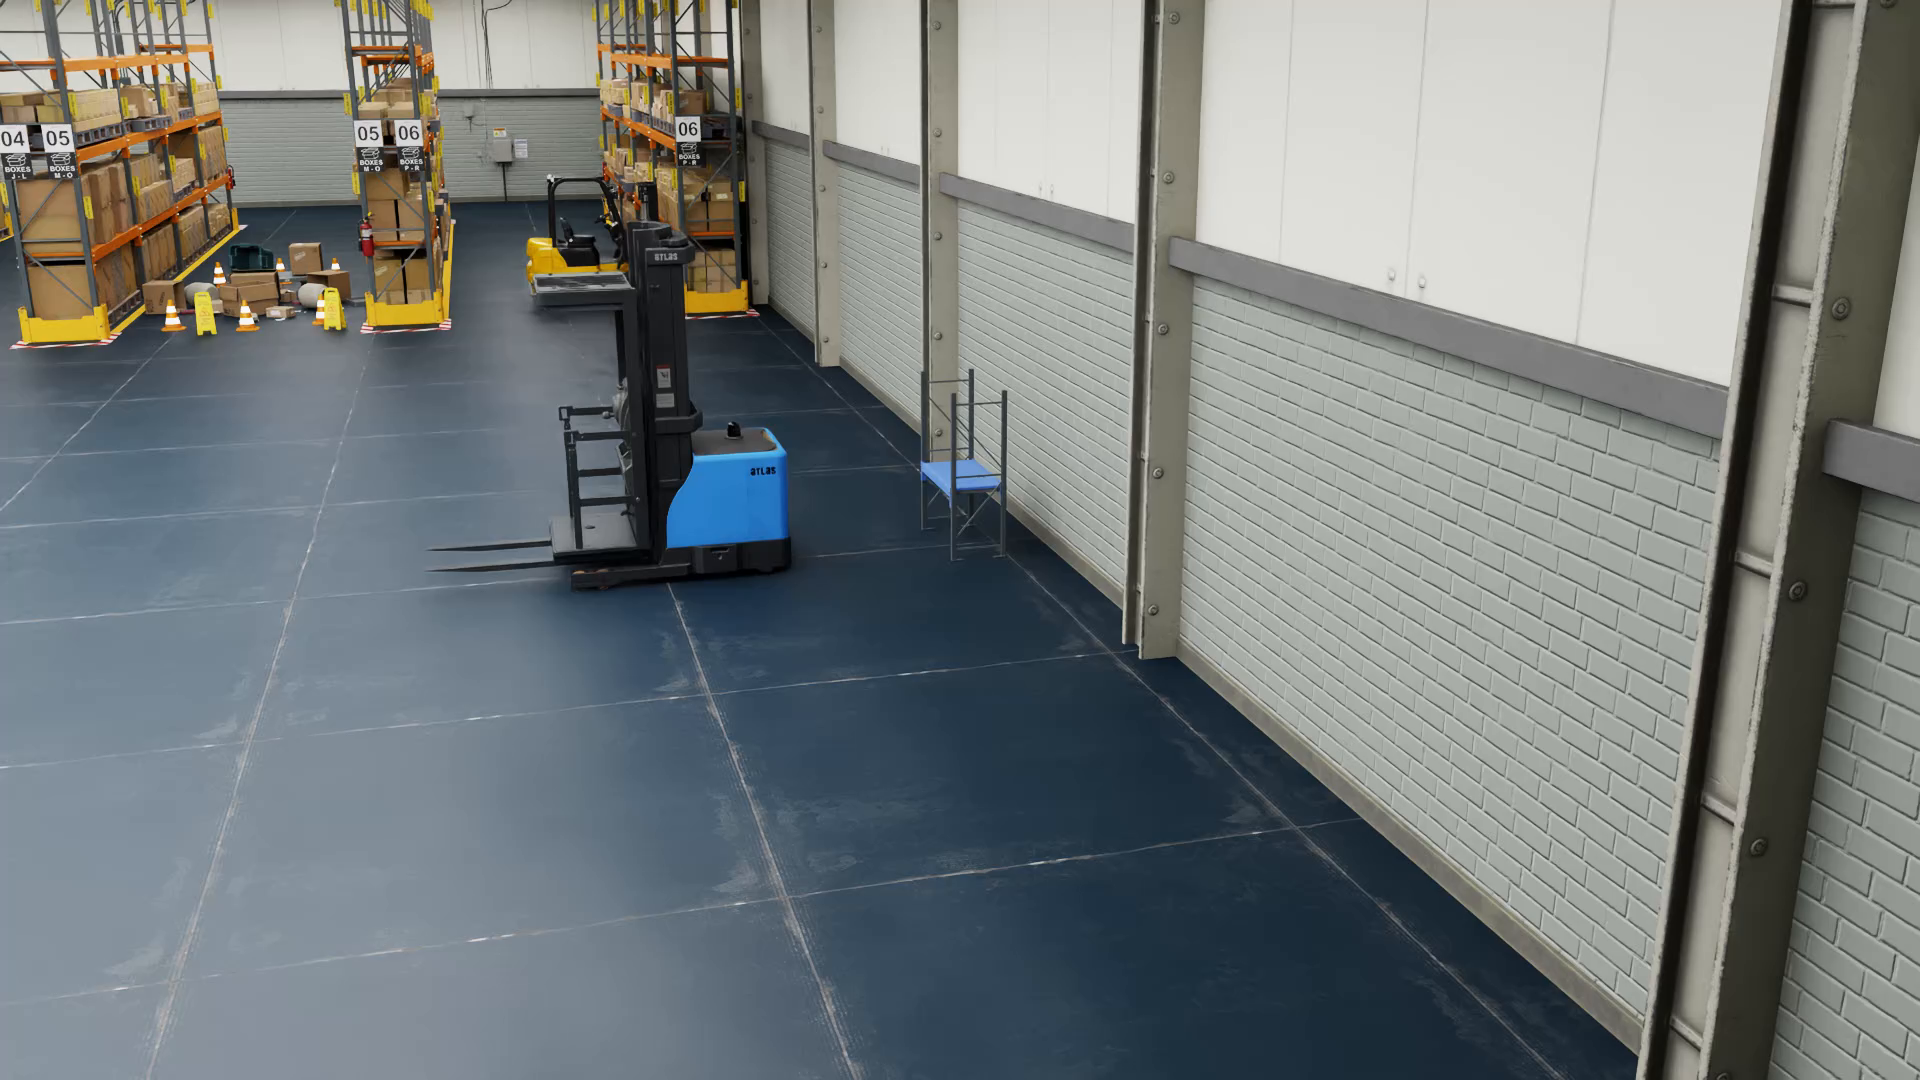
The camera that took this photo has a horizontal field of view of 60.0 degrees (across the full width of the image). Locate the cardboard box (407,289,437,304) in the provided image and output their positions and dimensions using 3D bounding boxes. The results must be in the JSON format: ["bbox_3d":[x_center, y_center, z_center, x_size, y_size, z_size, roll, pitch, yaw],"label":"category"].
[{"bbox_3d":[-8.914,-4.069,27.631,0.500,0.250,0.500,-5,17,-16],"label":"cardboard box"}]

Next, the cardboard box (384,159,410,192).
[{"bbox_3d":[-9.683,-6.155,28.099,0.700,0.500,0.500,-5,17,-16],"label":"cardboard box"}]

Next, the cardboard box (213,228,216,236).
[{"bbox_3d":[-16.852,-6.875,37.150,0.380,0.149,0.250,-4,17,-14],"label":"cardboard box"}]

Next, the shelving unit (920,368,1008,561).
[{"bbox_3d":[0.023,-0.695,14.956,0.538,1.500,1.048,-5,17,-15],"label":"shelving unit"}]

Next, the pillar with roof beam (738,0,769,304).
[{"bbox_3d":[-7.651,-8.130,26.673,9.100,9.000,0.400,-5,17,-15],"label":"pillar with roof beam"}]

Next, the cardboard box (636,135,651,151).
[{"bbox_3d":[-7.638,-9.515,40.153,0.500,0.500,0.500,-5,17,-17],"label":"cardboard box"}]

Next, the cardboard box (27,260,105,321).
[{"bbox_3d":[-13.940,-3.886,25.937,0.875,0.875,0.875,-5,17,-15],"label":"cardboard box"}]

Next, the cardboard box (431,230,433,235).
[{"bbox_3d":[-8.956,-5.152,27.624,0.380,0.149,0.250,-4,17,-14],"label":"cardboard box"}]

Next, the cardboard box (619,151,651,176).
[{"bbox_3d":[-7.209,-8.390,37.062,0.700,0.500,0.500,-5,17,-16],"label":"cardboard box"}]

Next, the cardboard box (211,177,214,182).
[{"bbox_3d":[-17.160,-8.184,37.718,0.380,0.149,0.250,-4,17,-13],"label":"cardboard box"}]

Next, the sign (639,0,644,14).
[{"bbox_3d":[-5.805,-9.752,30.311,0.100,0.325,0.005,-5,17,-15],"label":"sign"}]

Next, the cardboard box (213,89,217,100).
[{"bbox_3d":[-17.716,-10.443,38.979,0.500,0.250,0.500,-5,18,-17],"label":"cardboard box"}]

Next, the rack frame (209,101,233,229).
[{"bbox_3d":[-18.087,-8.946,39.818,1.000,3.000,0.127,-5,17,-15],"label":"rack frame"}]

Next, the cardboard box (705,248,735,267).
[{"bbox_3d":[-4.137,-4.844,28.474,0.500,0.250,0.500,-5,17,-16],"label":"cardboard box"}]

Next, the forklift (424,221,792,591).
[{"bbox_3d":[-3.027,-1.147,13.975,3.031,2.935,1.130,-5,17,-15],"label":"forklift"}]

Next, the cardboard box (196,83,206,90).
[{"bbox_3d":[-17.392,-10.316,37.863,0.380,0.149,0.250,-4,17,-14],"label":"cardboard box"}]

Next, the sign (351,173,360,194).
[{"bbox_3d":[-9.498,-5.607,26.141,0.100,0.325,0.005,-5,17,-15],"label":"sign"}]

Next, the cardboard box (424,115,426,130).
[{"bbox_3d":[-9.257,-7.031,27.973,0.500,0.250,0.500,-4,17,-14],"label":"cardboard box"}]

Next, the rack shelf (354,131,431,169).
[{"bbox_3d":[-9.508,-6.585,27.994,1.077,0.370,4.000,-5,17,-15],"label":"rack shelf"}]

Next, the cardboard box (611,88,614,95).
[{"bbox_3d":[-7.654,-10.101,37.466,0.380,0.149,0.250,-5,17,-16],"label":"cardboard box"}]

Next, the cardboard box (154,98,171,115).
[{"bbox_3d":[-15.790,-8.397,32.602,0.500,0.500,0.500,-5,17,-15],"label":"cardboard box"}]

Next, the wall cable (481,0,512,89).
[{"bbox_3d":[-11.777,-14.076,46.404,2.988,3.039,0.133,-5,17,-15],"label":"wall cable"}]

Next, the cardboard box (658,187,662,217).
[{"bbox_3d":[-5.256,-6.201,30.507,0.500,0.500,0.500,-4,17,-14],"label":"cardboard box"}]

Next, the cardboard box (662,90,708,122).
[{"bbox_3d":[-4.728,-7.461,28.583,0.700,0.500,0.500,-5,17,-15],"label":"cardboard box"}]

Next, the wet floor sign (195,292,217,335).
[{"bbox_3d":[-11.778,-3.541,25.918,0.267,0.644,0.232,-8,18,-25],"label":"wet floor sign"}]

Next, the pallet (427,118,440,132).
[{"bbox_3d":[-10.125,-7.572,30.356,1.213,0.211,1.003,-5,17,-15],"label":"pallet"}]

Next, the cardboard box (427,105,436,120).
[{"bbox_3d":[-9.833,-7.805,30.337,0.500,0.250,0.500,-5,17,-17],"label":"cardboard box"}]

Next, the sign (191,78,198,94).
[{"bbox_3d":[-16.455,-9.757,35.722,0.100,0.325,0.005,-5,17,-15],"label":"sign"}]

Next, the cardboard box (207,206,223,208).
[{"bbox_3d":[-17.481,-7.728,38.955,0.380,0.149,0.250,-5,18,-17],"label":"cardboard box"}]

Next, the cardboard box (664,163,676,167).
[{"bbox_3d":[-5.910,-7.691,34.337,0.380,0.149,0.250,-5,17,-15],"label":"cardboard box"}]

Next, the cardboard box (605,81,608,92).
[{"bbox_3d":[-8.281,-10.943,40.126,0.500,0.250,0.500,-4,17,-14],"label":"cardboard box"}]

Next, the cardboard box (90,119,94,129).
[{"bbox_3d":[-13.754,-6.485,25.944,0.380,0.149,0.250,-5,17,-15],"label":"cardboard box"}]

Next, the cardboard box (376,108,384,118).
[{"bbox_3d":[-9.369,-6.782,26.452,0.380,0.149,0.250,-4,17,-14],"label":"cardboard box"}]

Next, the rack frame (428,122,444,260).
[{"bbox_3d":[-11.157,-7.153,33.847,1.000,3.000,0.127,-5,17,-15],"label":"rack frame"}]

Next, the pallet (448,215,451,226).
[{"bbox_3d":[-13.061,-7.815,40.900,1.003,0.211,1.213,-5,17,-15],"label":"pallet"}]

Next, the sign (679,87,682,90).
[{"bbox_3d":[-5.850,-9.310,34.779,0.100,0.325,0.005,-5,17,-15],"label":"sign"}]

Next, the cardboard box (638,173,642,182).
[{"bbox_3d":[-6.236,-7.287,33.686,0.500,0.250,0.500,-5,17,-17],"label":"cardboard box"}]

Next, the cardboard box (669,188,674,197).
[{"bbox_3d":[-4.839,-6.050,28.876,0.380,0.149,0.250,-5,18,-17],"label":"cardboard box"}]

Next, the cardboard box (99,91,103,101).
[{"bbox_3d":[-14.036,-7.149,26.768,0.380,0.149,0.250,-5,17,-16],"label":"cardboard box"}]

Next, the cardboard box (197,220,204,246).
[{"bbox_3d":[-16.402,-6.517,35.346,0.500,0.500,0.500,-5,17,-17],"label":"cardboard box"}]

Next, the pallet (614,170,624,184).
[{"bbox_3d":[-7.370,-8.331,38.104,1.003,0.211,1.213,-5,17,-15],"label":"pallet"}]

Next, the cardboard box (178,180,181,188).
[{"bbox_3d":[-16.117,-7.251,33.880,0.380,0.149,0.250,-4,17,-13],"label":"cardboard box"}]

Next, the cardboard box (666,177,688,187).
[{"bbox_3d":[-4.935,-6.262,29.063,0.380,0.149,0.250,-4,17,-14],"label":"cardboard box"}]

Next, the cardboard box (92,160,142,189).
[{"bbox_3d":[-15.213,-6.572,30.004,0.700,0.500,0.500,-5,17,-15],"label":"cardboard box"}]

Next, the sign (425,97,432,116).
[{"bbox_3d":[-9.538,-7.775,29.808,0.100,0.325,0.005,-5,17,-15],"label":"sign"}]

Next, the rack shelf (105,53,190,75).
[{"bbox_3d":[-16.438,-9.624,33.591,1.077,0.370,4.000,-5,17,-15],"label":"rack shelf"}]

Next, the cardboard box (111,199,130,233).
[{"bbox_3d":[-14.504,-5.447,27.909,0.875,0.550,0.550,-5,17,-15],"label":"cardboard box"}]

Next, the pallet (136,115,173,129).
[{"bbox_3d":[-15.661,-7.905,31.468,1.213,0.211,1.003,-4,17,-13],"label":"pallet"}]

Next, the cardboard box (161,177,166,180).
[{"bbox_3d":[-15.829,-7.106,32.882,0.380,0.149,0.250,-4,17,-13],"label":"cardboard box"}]

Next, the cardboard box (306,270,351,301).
[{"bbox_3d":[-11.072,-4.446,29.178,0.500,0.500,0.500,7,18,23],"label":"cardboard box"}]

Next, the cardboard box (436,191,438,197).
[{"bbox_3d":[-10.237,-6.668,31.939,0.380,0.149,0.250,-4,17,-13],"label":"cardboard box"}]

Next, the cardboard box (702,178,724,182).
[{"bbox_3d":[-4.253,-6.161,28.727,0.380,0.149,0.250,-5,17,-15],"label":"cardboard box"}]
